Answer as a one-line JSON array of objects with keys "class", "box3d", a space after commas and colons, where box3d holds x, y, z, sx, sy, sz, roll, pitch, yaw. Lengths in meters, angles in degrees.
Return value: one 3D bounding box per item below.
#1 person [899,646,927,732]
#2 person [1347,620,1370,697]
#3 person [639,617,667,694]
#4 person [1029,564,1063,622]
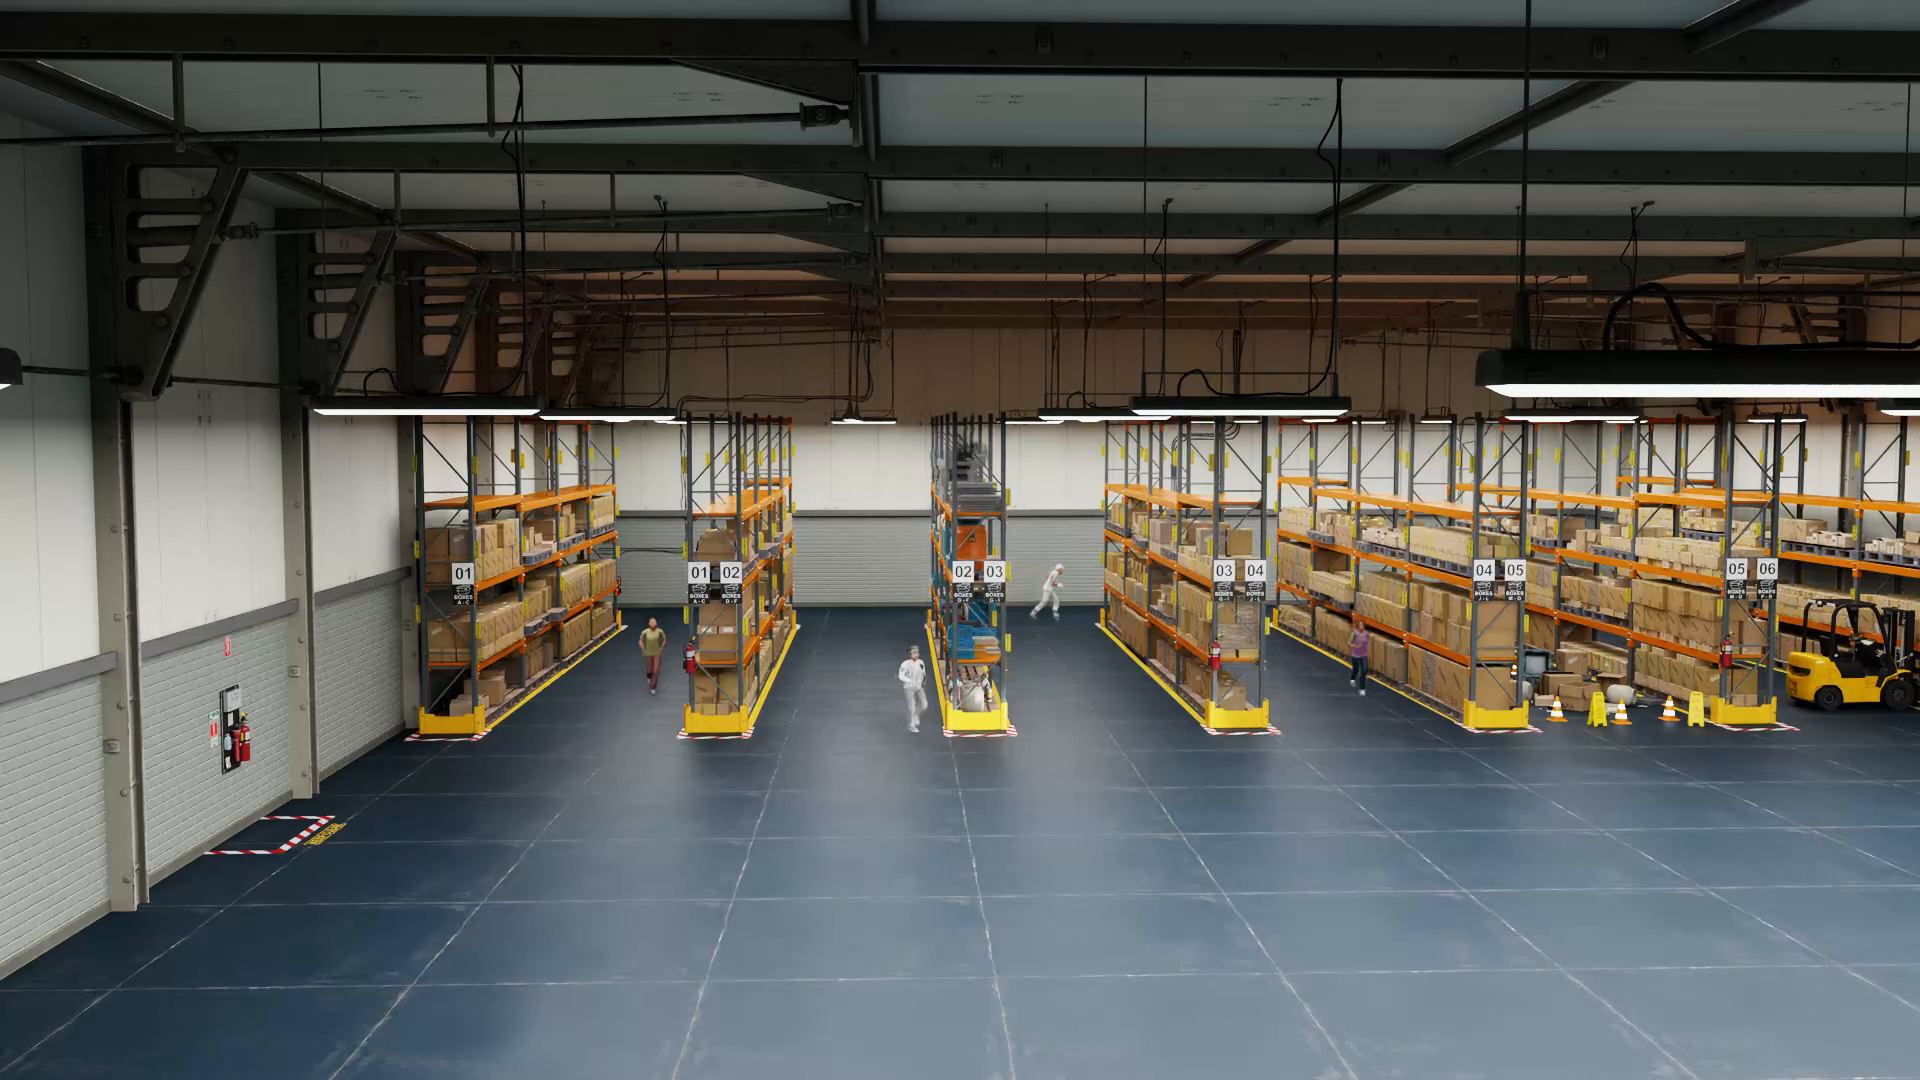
[{"class": "person", "box3d": [-0.845, 2.787, 31.145, 0.608, 1.634, 0.561, -2, 4, -25]}, {"class": "person", "box3d": [8.561, 2.518, 35.702, 0.553, 1.626, 0.860, 0, 4, -4]}, {"class": "person", "box3d": [-6.639, 2.478, 35.964, 0.589, 1.640, 0.624, -1, 4, -14]}, {"class": "person", "box3d": [2.559, 1.576, 48.924, 1.048, 1.732, 0.706, 0, 4, -3]}]
